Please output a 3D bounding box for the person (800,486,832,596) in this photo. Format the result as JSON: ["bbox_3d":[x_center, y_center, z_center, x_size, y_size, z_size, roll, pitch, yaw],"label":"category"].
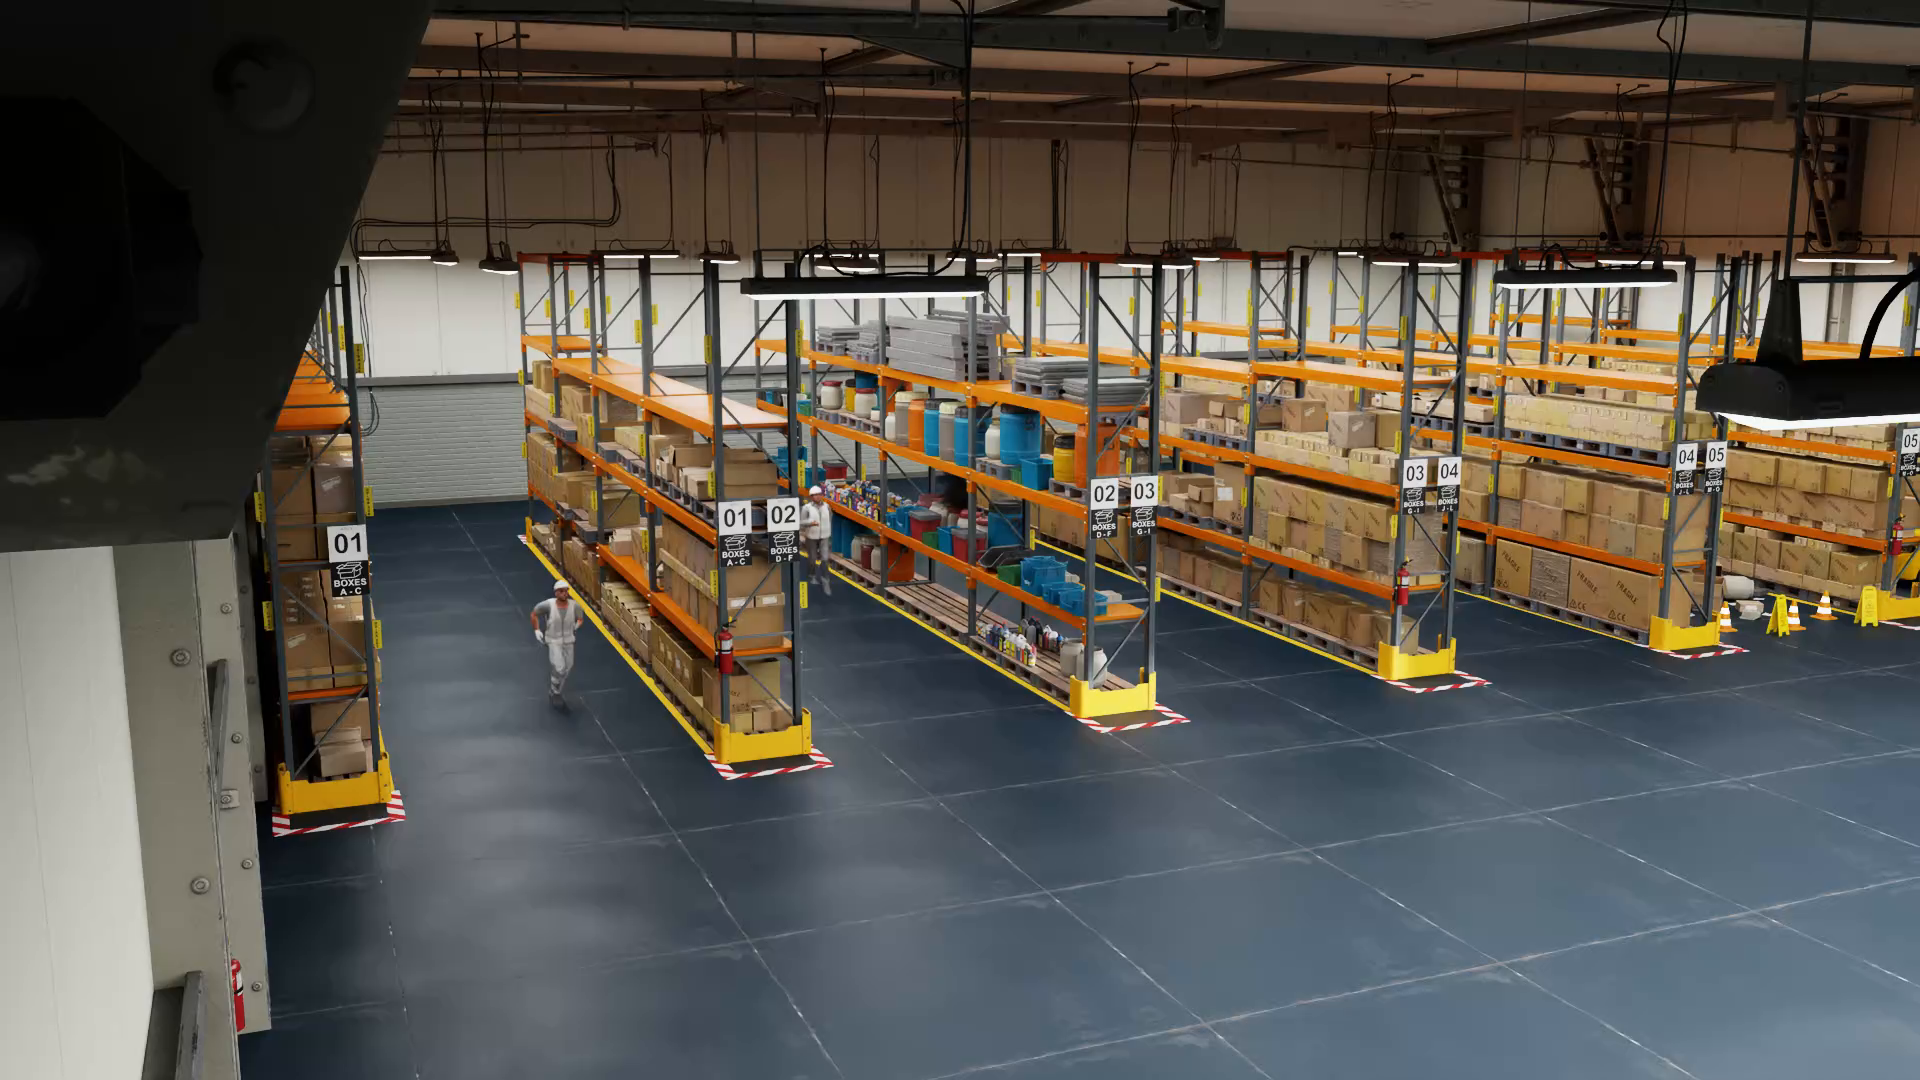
[{"bbox_3d":[-2.451,0.004,28.661,0.638,1.889,0.757,-3,11,-18],"label":"person"}]

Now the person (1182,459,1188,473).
[{"bbox_3d":[5.636,-2.018,41.679,0.830,1.633,0.704,4,11,22],"label":"person"}]

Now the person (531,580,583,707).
[{"bbox_3d":[-5.392,1.398,22.466,0.647,1.750,0.735,-7,12,-33],"label":"person"}]
